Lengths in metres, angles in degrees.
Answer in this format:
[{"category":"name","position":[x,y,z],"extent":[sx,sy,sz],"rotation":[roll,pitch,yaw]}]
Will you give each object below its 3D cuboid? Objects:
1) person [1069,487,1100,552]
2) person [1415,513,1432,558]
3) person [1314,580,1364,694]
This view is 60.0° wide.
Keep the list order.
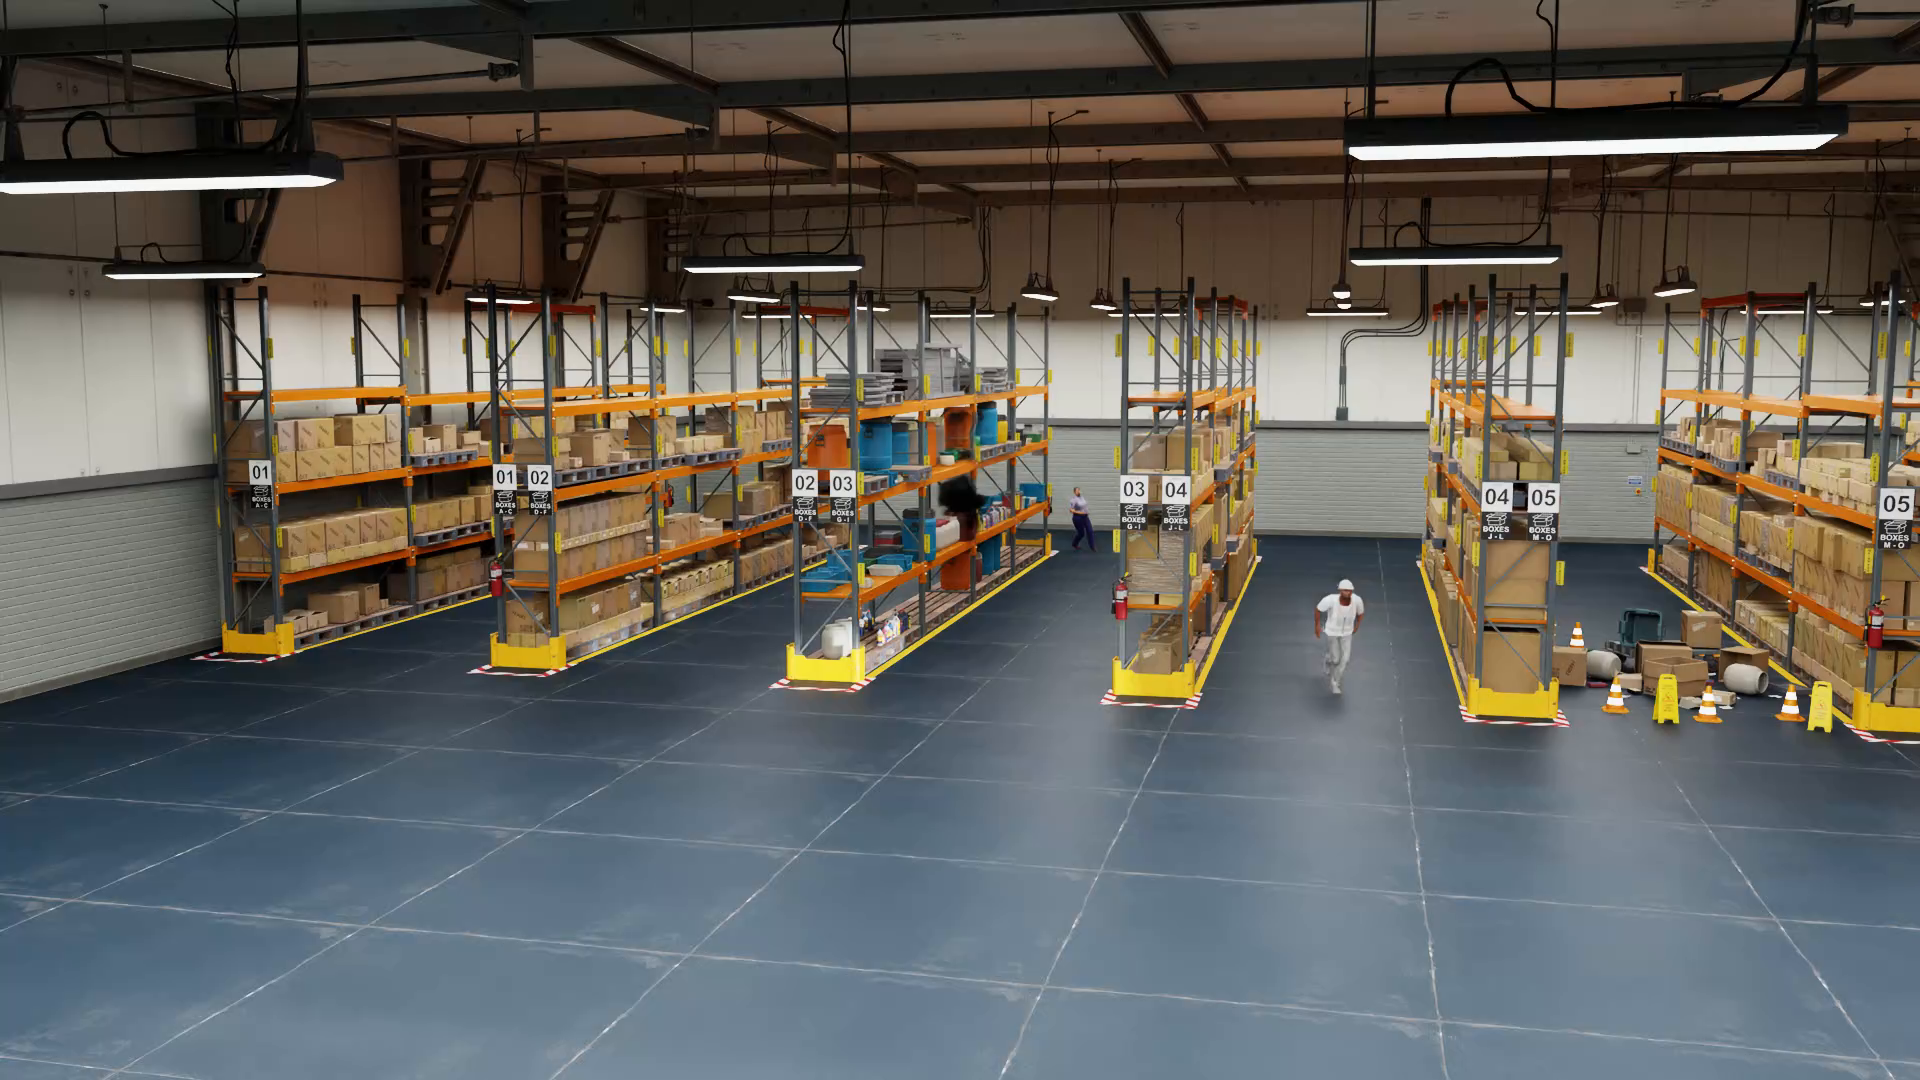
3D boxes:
[{"category":"person","position":[2.968,-0.506,40.911],"extent":[0.805,1.610,0.629],"rotation":[6,9,44]},{"category":"person","position":[11.251,-0.373,39.466],"extent":[0.886,1.692,0.710],"rotation":[3,7,23]},{"category":"person","position":[5.550,1.393,24.351],"extent":[0.695,1.690,0.805],"rotation":[-1,7,-10]}]
